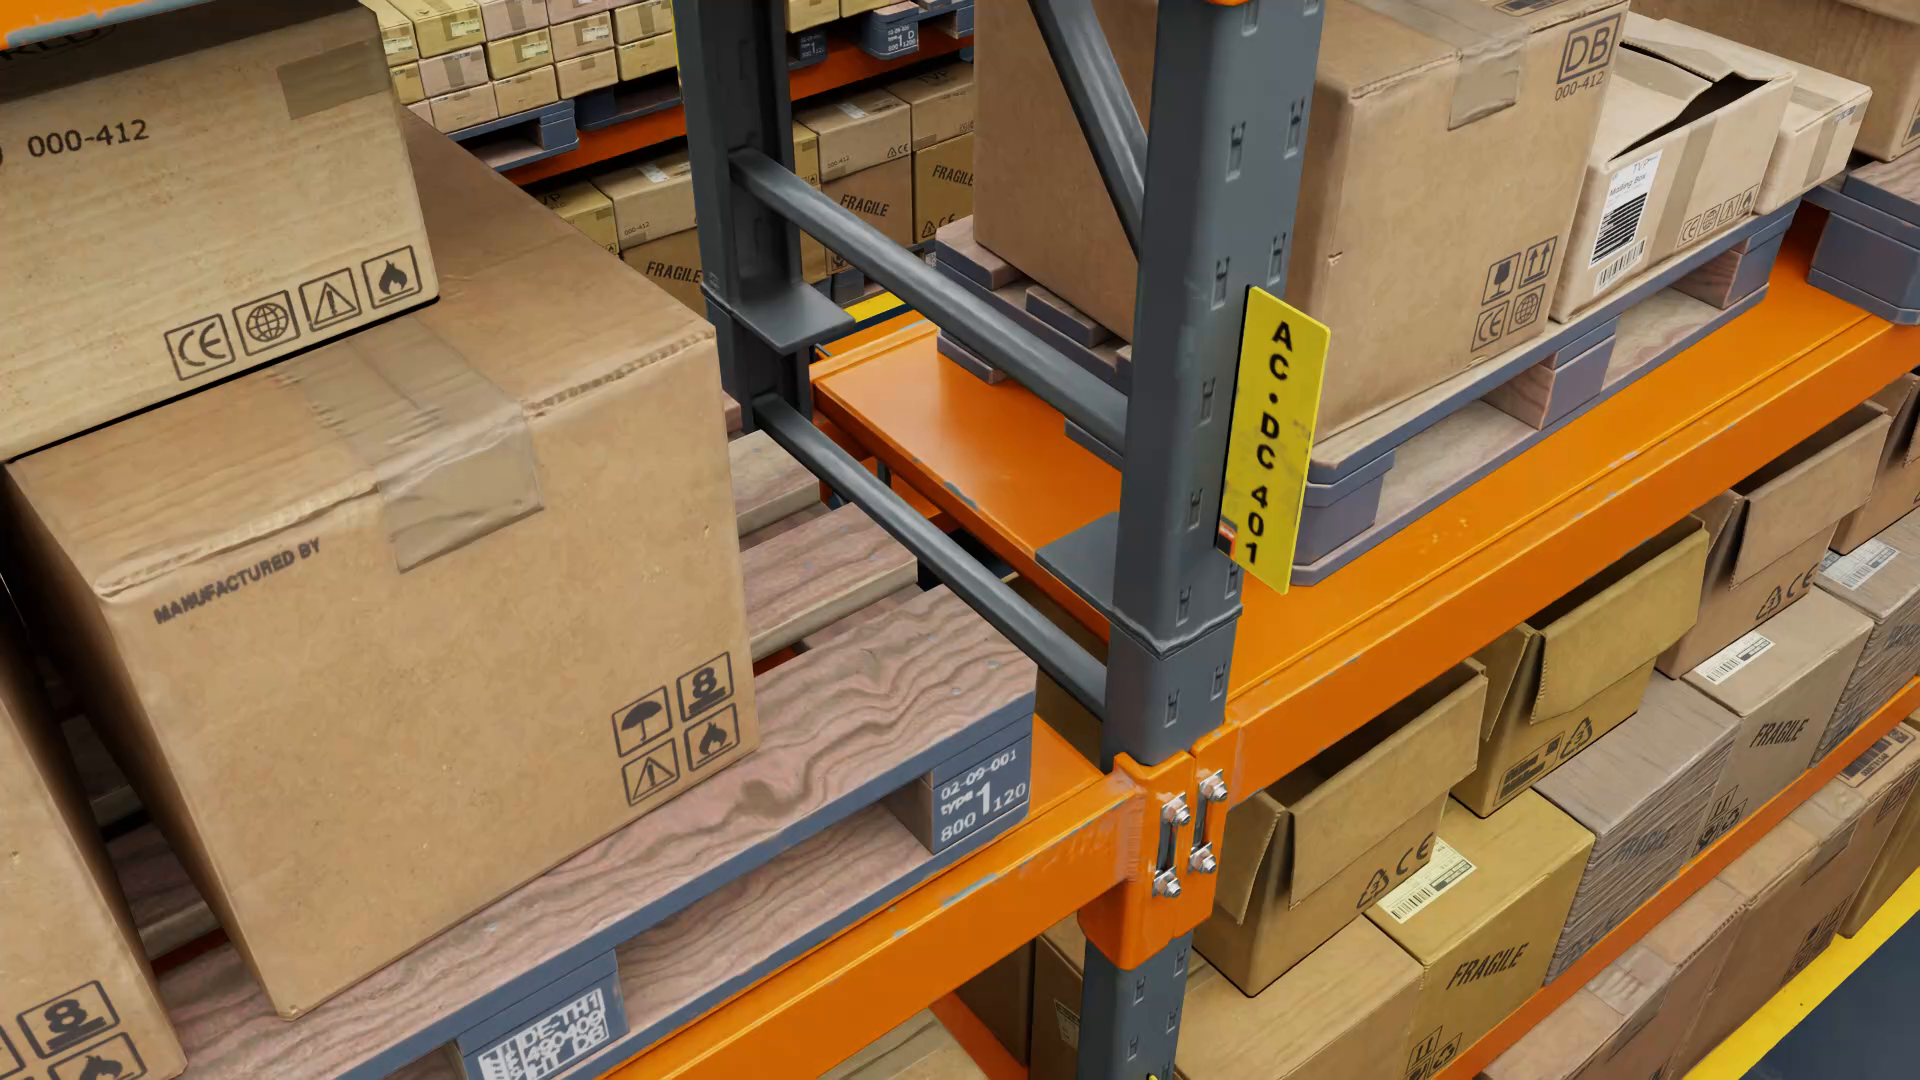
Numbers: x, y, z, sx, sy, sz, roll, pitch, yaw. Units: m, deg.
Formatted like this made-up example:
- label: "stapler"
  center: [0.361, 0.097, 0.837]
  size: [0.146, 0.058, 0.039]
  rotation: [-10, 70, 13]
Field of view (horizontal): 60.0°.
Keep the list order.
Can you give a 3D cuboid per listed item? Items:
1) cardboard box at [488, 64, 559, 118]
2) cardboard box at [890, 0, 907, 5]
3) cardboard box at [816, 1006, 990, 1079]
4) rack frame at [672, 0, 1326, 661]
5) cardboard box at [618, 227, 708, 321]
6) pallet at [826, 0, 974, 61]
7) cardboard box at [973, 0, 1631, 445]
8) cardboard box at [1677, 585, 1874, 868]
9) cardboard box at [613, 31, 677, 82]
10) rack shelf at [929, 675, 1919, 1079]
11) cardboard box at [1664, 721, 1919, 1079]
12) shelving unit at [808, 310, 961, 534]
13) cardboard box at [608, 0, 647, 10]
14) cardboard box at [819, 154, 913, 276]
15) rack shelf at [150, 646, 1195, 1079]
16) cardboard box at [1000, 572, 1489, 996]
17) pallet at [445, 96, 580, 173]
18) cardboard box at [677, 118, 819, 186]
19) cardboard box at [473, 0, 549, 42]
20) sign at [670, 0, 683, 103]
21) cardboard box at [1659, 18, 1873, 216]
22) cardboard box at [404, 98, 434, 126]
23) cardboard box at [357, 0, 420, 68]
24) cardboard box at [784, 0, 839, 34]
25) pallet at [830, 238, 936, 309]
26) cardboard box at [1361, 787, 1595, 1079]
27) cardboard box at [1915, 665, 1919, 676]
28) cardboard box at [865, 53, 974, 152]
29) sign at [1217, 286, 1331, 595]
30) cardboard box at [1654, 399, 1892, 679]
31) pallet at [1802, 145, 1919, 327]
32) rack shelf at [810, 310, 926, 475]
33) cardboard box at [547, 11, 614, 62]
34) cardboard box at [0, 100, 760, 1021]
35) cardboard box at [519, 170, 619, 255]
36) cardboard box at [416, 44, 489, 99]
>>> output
- label: "cardboard box"
  center: [-1.763, -1.801, 6.448]
  size: [0.250, 0.149, 0.380]
  rotation: [-26, 46, -28]
- label: "cardboard box"
  center: [-0.313, -2.509, 7.310]
  size: [0.250, 0.149, 0.380]
  rotation: [-25, 46, -27]
- label: "cardboard box"
  center: [-0.232, 0.985, 2.477]
  size: [0.500, 0.500, 0.500]
  rotation: [-25, 45, -27]
- label: "rack frame"
  center: [-0.030, -1.300, 1.240]
  size: [0.127, 3.000, 1.000]
  rotation: [-26, 46, -28]
- label: "cardboard box"
  center: [-1.399, -1.277, 7.581]
  size: [0.500, 0.500, 0.500]
  rotation: [-25, 46, -27]
- label: "pallet"
  center: [-0.301, -2.657, 7.775]
  size: [1.003, 0.211, 1.213]
  rotation: [-26, 46, -28]
- label: "cardboard box"
  center: [0.424, -0.571, 2.305]
  size: [0.500, 0.500, 0.700]
  rotation: [-25, 45, -27]
- label: "cardboard box"
  center: [1.689, 0.338, 3.894]
  size: [0.500, 0.500, 0.500]
  rotation: [-25, 46, -27]
- label: "cardboard box"
  center: [-1.348, -2.008, 6.699]
  size: [0.250, 0.149, 0.380]
  rotation: [-27, 46, -29]
- label: "rack shelf"
  center: [1.556, 0.525, 4.313]
  size: [4.000, 0.370, 1.077]
  rotation: [-26, 46, -28]
- label: "cardboard box"
  center: [1.870, 0.729, 4.840]
  size: [0.875, 0.875, 1.225]
  rotation: [-26, 46, -28]
- label: "shelving unit"
  center: [-0.005, -0.432, 6.390]
  size: [1.048, 1.125, 0.538]
  rotation: [-26, 46, -28]
- label: "cardboard box"
  center: [-1.355, -2.230, 6.502]
  size: [0.250, 0.149, 0.380]
  rotation: [-24, 45, -27]
- label: "cardboard box"
  center: [-0.577, -1.671, 8.062]
  size: [0.500, 0.500, 0.500]
  rotation: [-24, 45, -26]
- label: "rack shelf"
  center: [-1.616, 0.911, 1.477]
  size: [4.000, 0.370, 1.077]
  rotation: [-26, 46, -28]
- label: "cardboard box"
  center: [0.471, 0.342, 3.098]
  size: [0.637, 0.503, 0.797]
  rotation: [-27, 47, -29]
- label: "pallet"
  center: [-2.278, -1.662, 6.562]
  size: [1.213, 0.211, 1.003]
  rotation: [-26, 46, -28]
- label: "cardboard box"
  center: [-0.990, -1.760, 7.579]
  size: [0.500, 0.250, 0.500]
  rotation: [-25, 45, -27]
- label: "cardboard box"
  center: [-1.758, -2.034, 6.262]
  size: [0.250, 0.149, 0.380]
  rotation: [-27, 46, -29]
- label: "sign"
  center: [-0.368, -0.731, 2.255]
  size: [0.005, 0.325, 0.100]
  rotation: [-26, 46, -28]
- label: "cardboard box"
  center: [1.242, -0.706, 2.747]
  size: [0.250, 0.149, 0.380]
  rotation: [-28, 47, -30]
- label: "cardboard box"
  center: [-2.163, -1.610, 6.215]
  size: [0.250, 0.149, 0.380]
  rotation: [-25, 46, -27]
- label: "cardboard box"
  center: [-2.162, -1.841, 6.027]
  size: [0.250, 0.149, 0.380]
  rotation: [-25, 45, -27]
- label: "cardboard box"
  center: [-0.726, -2.309, 7.067]
  size: [0.250, 0.149, 0.380]
  rotation: [-28, 47, -30]
- label: "pallet"
  center: [-0.421, -1.681, 8.632]
  size: [1.213, 0.211, 1.003]
  rotation: [-26, 46, -28]
- label: "cardboard box"
  center: [0.885, 0.734, 3.412]
  size: [0.500, 0.500, 0.500]
  rotation: [-26, 46, -28]
- label: "cardboard box"
  center: [2.502, -0.060, 4.379]
  size: [0.500, 0.500, 0.500]
  rotation: [-26, 46, -28]
- label: "cardboard box"
  center: [-0.183, -2.150, 8.054]
  size: [0.500, 0.250, 0.500]
  rotation: [-27, 47, -29]
- label: "sign"
  center: [0.309, -0.092, 1.662]
  size: [0.005, 0.325, 0.100]
  rotation: [-26, 46, -28]
- label: "cardboard box"
  center: [1.506, -0.166, 3.717]
  size: [0.637, 0.503, 0.797]
  rotation: [-24, 45, -27]
- label: "pallet"
  center: [1.778, -0.904, 3.271]
  size: [1.213, 0.211, 1.003]
  rotation: [-24, 45, -26]
- label: "rack shelf"
  center: [-0.005, -0.659, 6.204]
  size: [1.000, 0.278, 0.538]
  rotation: [-26, 46, -28]
- label: "cardboard box"
  center: [-1.553, -2.022, 6.483]
  size: [0.250, 0.149, 0.380]
  rotation: [-24, 45, -26]
- label: "cardboard box"
  center: [-0.614, -0.047, 1.589]
  size: [0.500, 0.500, 0.700]
  rotation: [-29, 47, -30]
- label: "cardboard box"
  center: [-1.805, -1.360, 7.091]
  size: [0.500, 0.250, 0.500]
  rotation: [-25, 45, -27]
- label: "cardboard box"
  center: [-1.971, -1.816, 6.231]
  size: [0.250, 0.149, 0.380]
  rotation: [-25, 45, -27]
